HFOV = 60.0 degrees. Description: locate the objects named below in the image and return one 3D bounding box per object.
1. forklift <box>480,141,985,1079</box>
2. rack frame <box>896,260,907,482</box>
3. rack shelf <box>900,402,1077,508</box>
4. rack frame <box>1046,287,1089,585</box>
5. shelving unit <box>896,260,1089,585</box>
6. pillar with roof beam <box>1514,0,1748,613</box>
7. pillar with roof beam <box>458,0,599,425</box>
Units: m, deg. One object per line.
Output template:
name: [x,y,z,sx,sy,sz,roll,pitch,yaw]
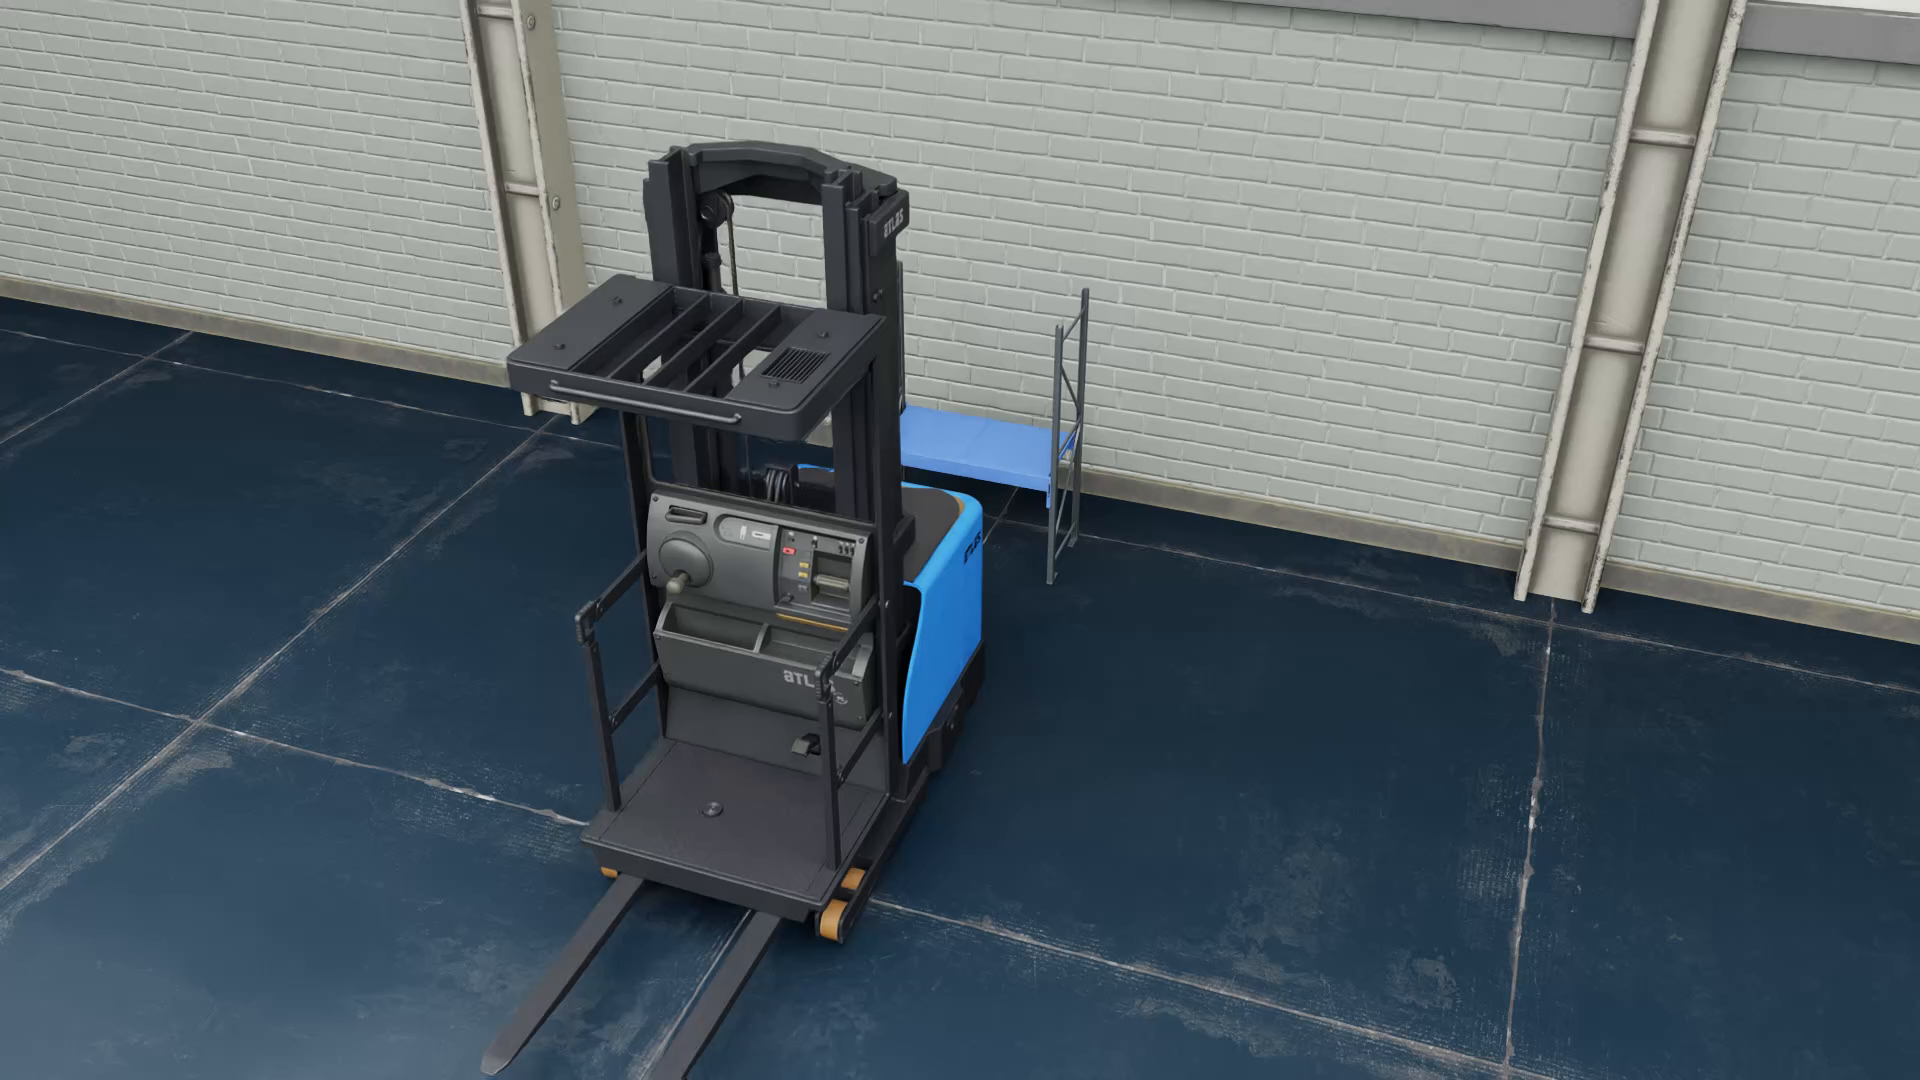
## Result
forklift: [-0.868,0.130,6.315,1.130,2.935,3.031,11,35,17]
rack frame: [-0.398,-0.707,8.931,0.032,1.500,0.500,11,34,16]
rack shelf: [0.080,-0.463,8.885,1.000,0.185,0.538,11,34,16]
rack frame: [0.559,-0.521,8.643,0.032,1.500,0.500,11,34,16]
shelving unit: [0.080,-0.614,8.787,1.048,1.500,0.538,11,34,16]
pillar with roof beam: [1.696,-1.315,2.958,0.400,9.000,9.100,11,34,16]
pillar with roof beam: [-3.952,-2.413,4.659,0.400,9.000,9.100,11,34,16]
